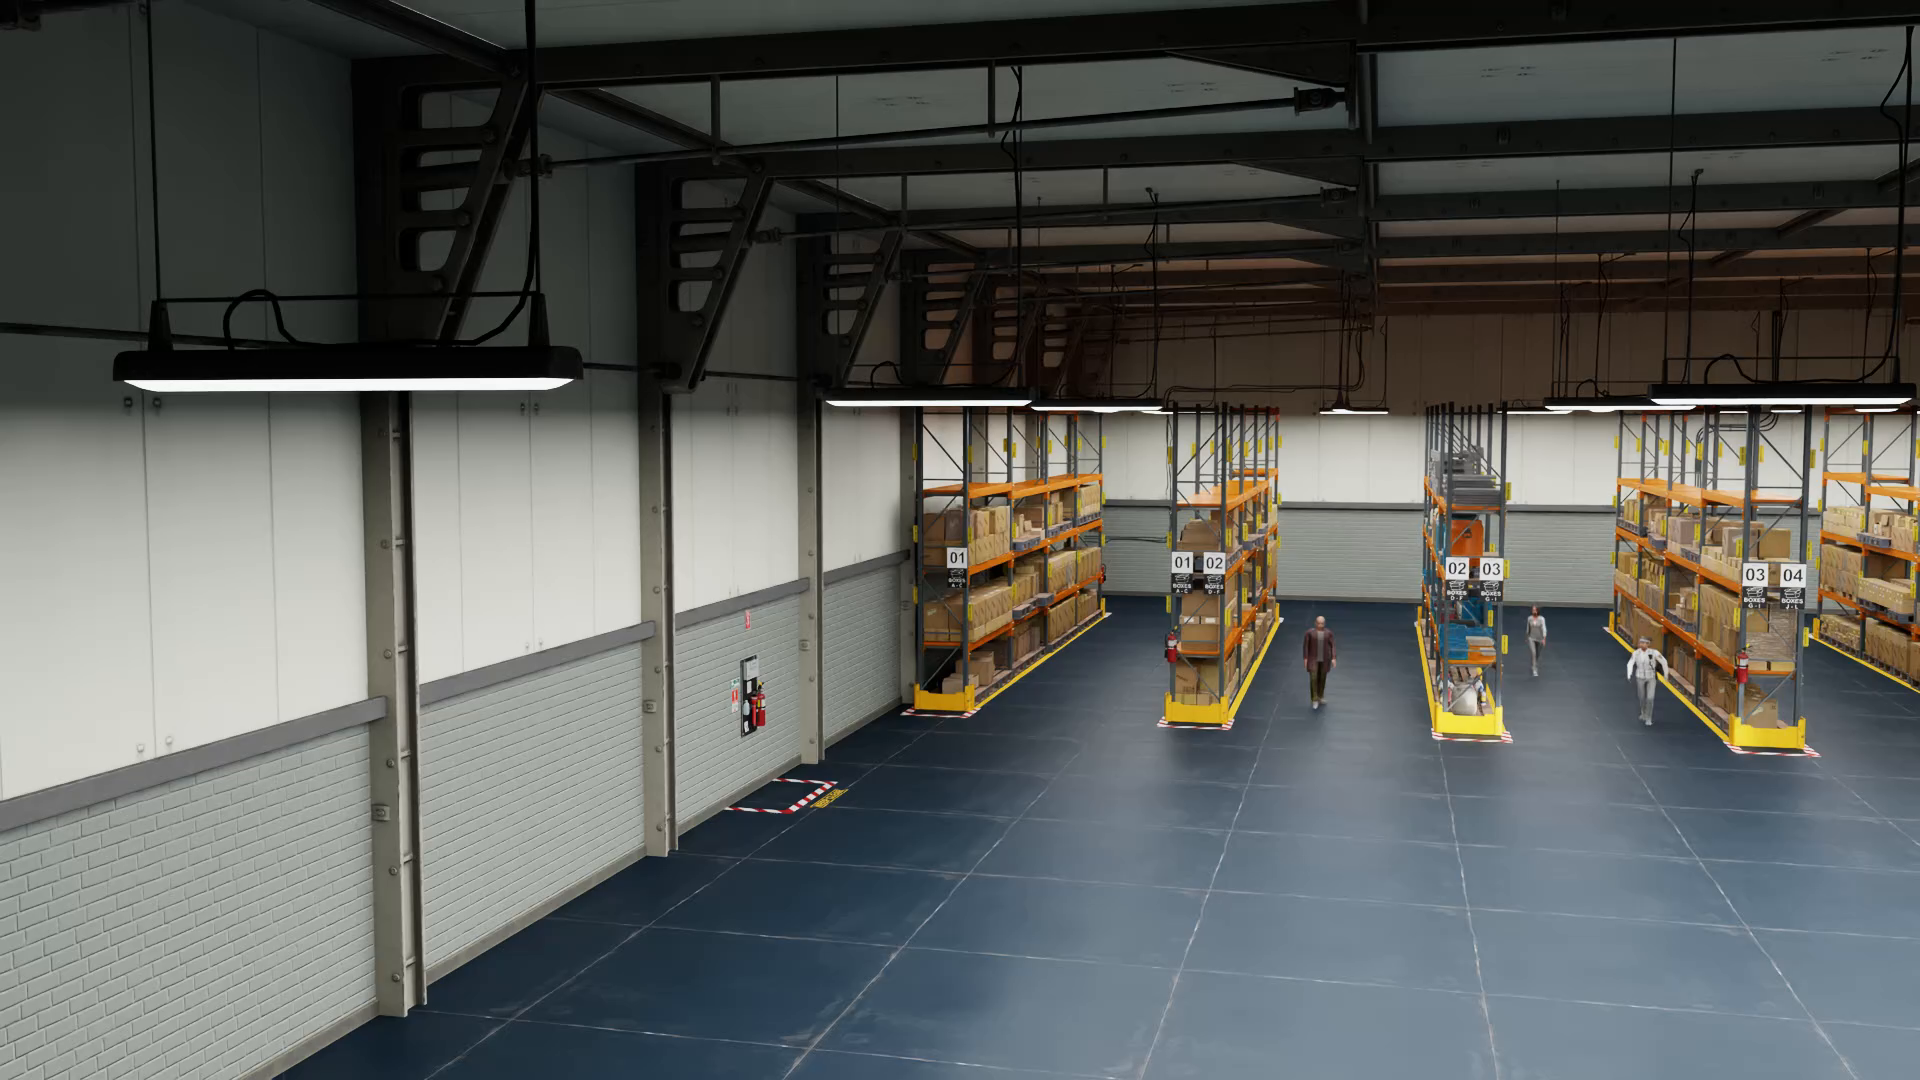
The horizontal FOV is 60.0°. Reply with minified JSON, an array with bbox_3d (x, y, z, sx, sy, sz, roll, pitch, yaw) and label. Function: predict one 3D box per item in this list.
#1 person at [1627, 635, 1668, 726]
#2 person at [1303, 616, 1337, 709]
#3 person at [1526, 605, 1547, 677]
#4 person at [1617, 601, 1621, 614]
[{"bbox_3d":[12.870,2.623,31.131,0.701,1.723,0.731,3,5,32],"label":"person"},{"bbox_3d":[7.140,2.414,32.989,0.636,1.820,0.679,0,4,2],"label":"person"},{"bbox_3d":[12.779,2.213,36.876,0.387,1.536,1.009,0,4,6],"label":"person"},{"bbox_3d":[19.248,1.338,47.631,0.952,1.730,0.588,4,6,43],"label":"person"}]
